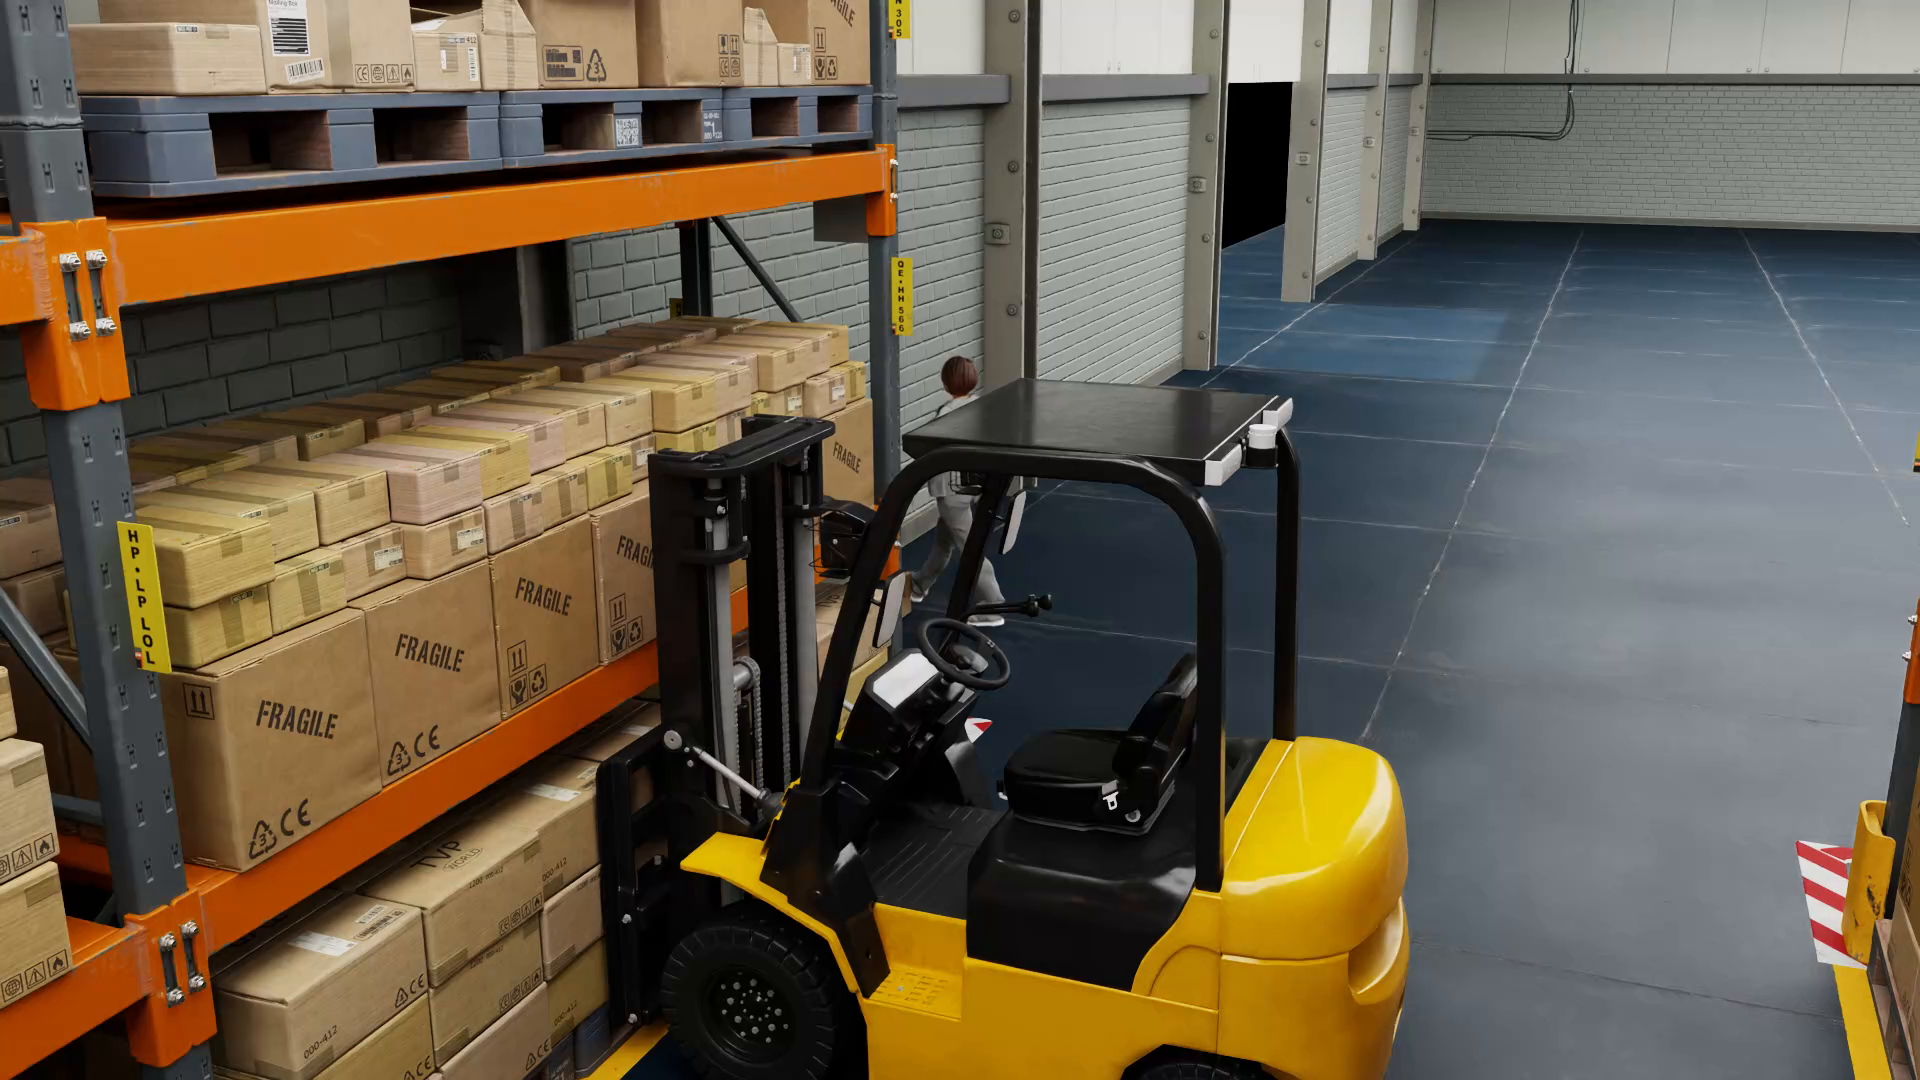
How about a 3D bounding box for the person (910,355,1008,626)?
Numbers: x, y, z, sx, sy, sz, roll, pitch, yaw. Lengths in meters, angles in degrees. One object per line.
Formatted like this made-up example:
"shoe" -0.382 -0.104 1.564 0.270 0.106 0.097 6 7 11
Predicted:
"person" -0.118 -0.295 9.559 0.888 1.562 0.417 8 18 26
